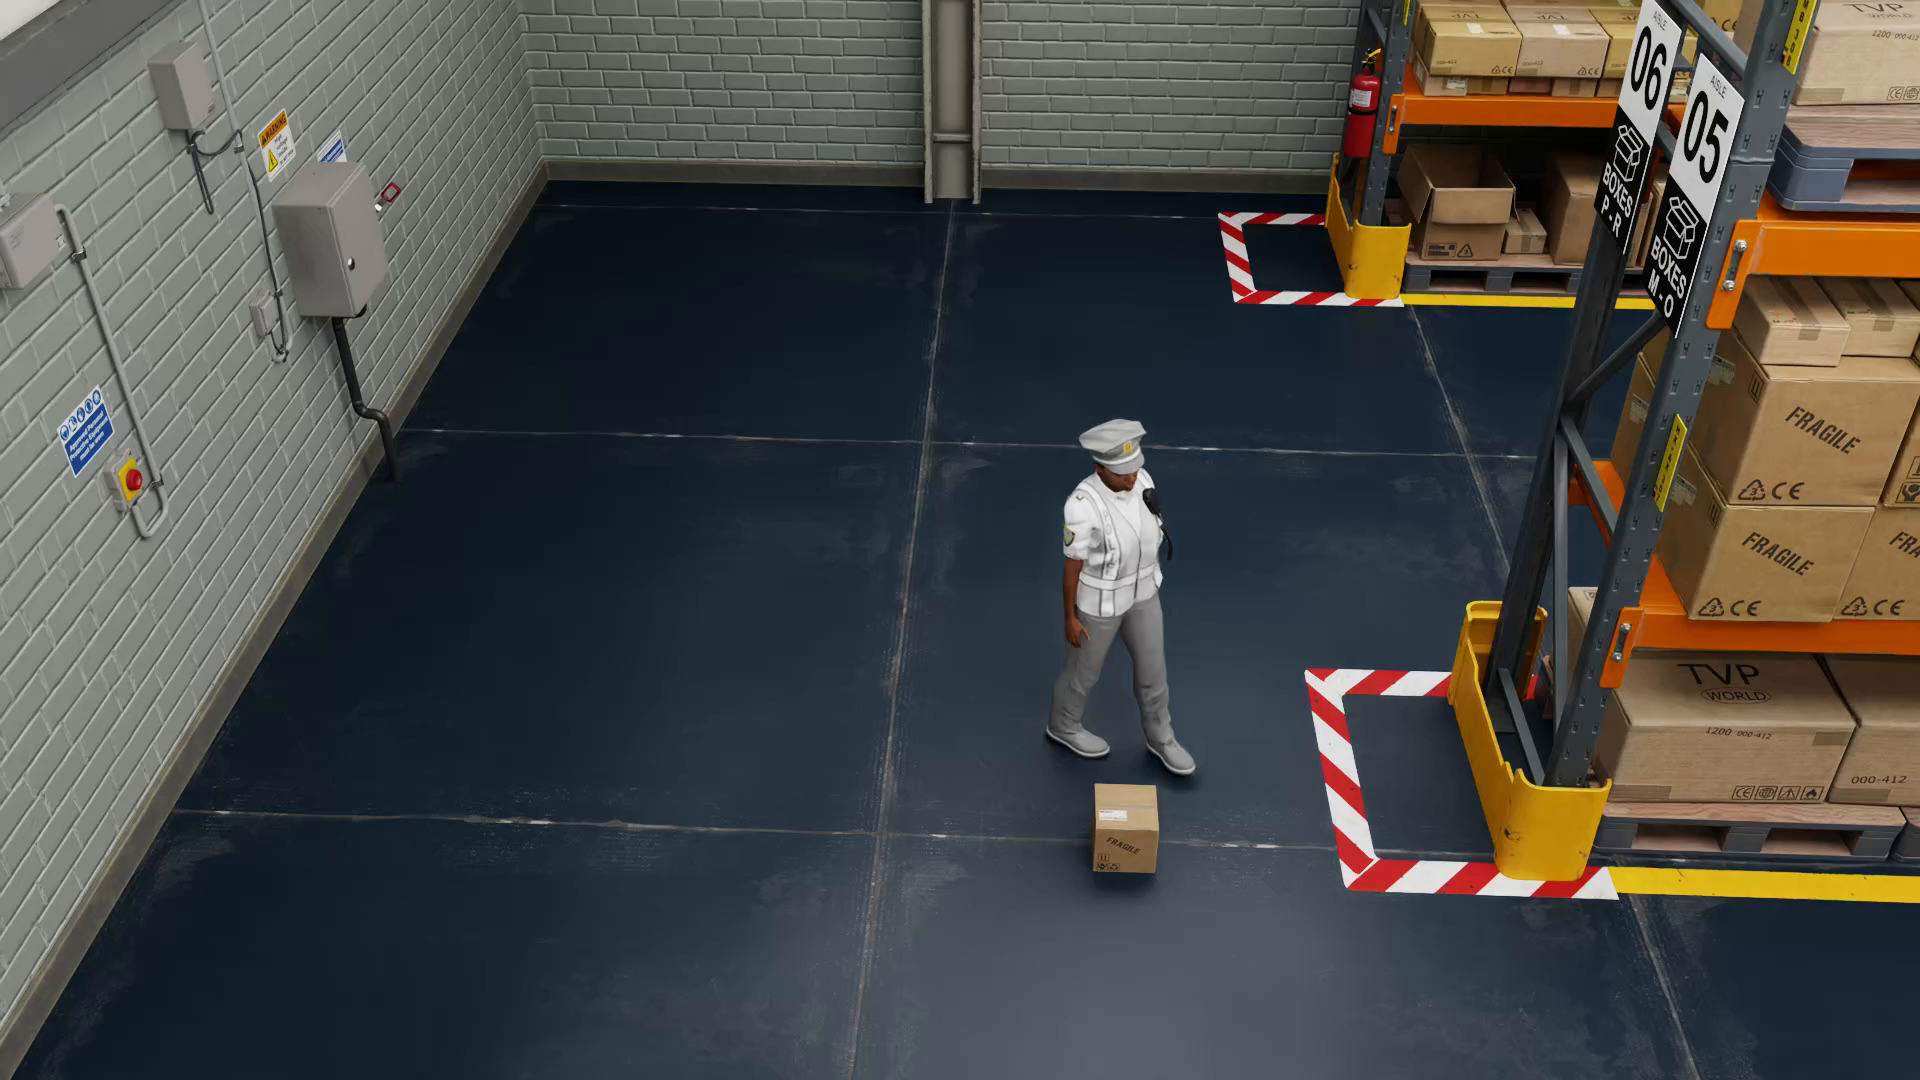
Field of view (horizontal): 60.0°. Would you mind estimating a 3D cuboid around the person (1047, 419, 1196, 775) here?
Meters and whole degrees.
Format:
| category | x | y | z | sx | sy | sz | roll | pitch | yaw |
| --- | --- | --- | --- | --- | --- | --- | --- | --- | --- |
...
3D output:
| category | x | y | z | sx | sy | sz | roll | pitch | yaw |
| --- | --- | --- | --- | --- | --- | --- | --- | --- | --- |
| person | 0.677 | 0.279 | 6.725 | 0.468 | 1.662 | 0.626 | -24 | 42 | -29 |
